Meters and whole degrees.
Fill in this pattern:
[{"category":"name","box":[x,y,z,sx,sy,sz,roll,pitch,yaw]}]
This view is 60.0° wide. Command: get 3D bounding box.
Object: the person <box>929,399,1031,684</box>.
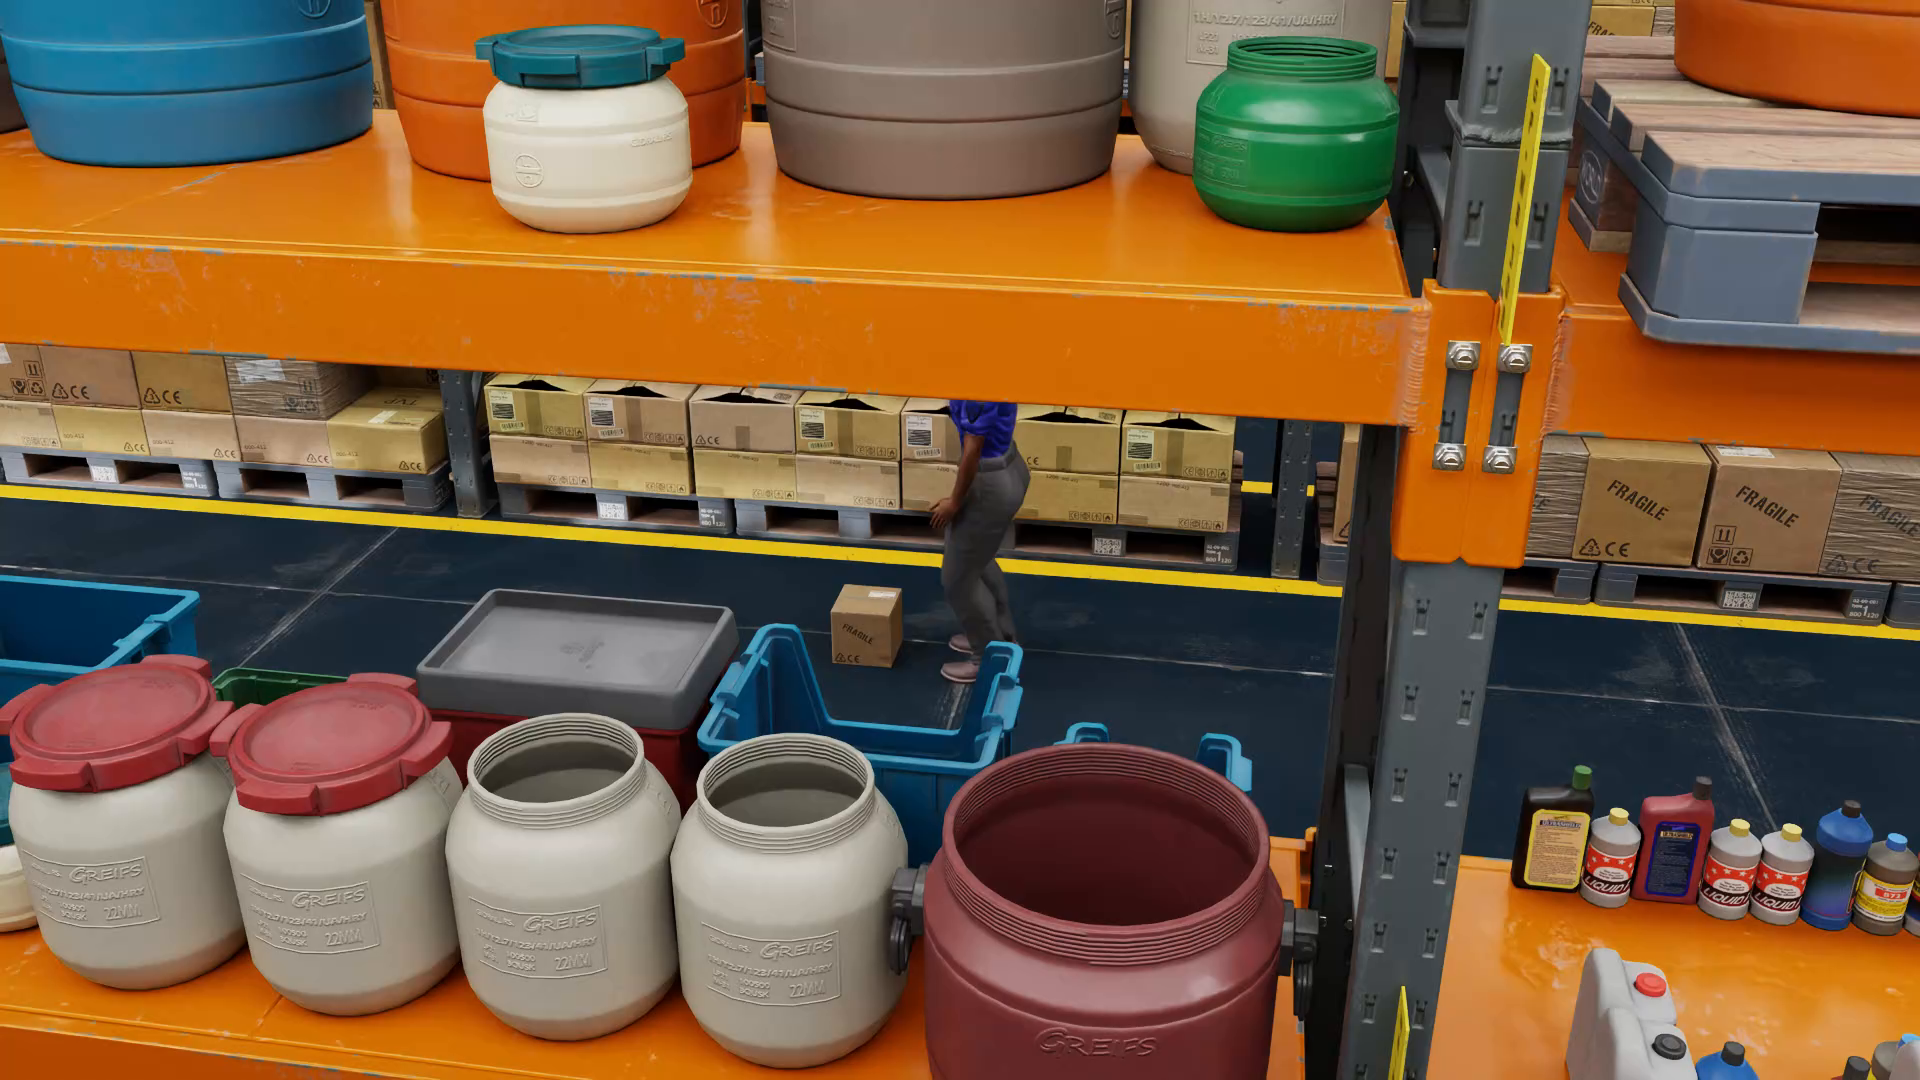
[{"category":"person","box":[0.086,-0.199,6.602,0.361,1.618,0.444,5,25,10]}]
